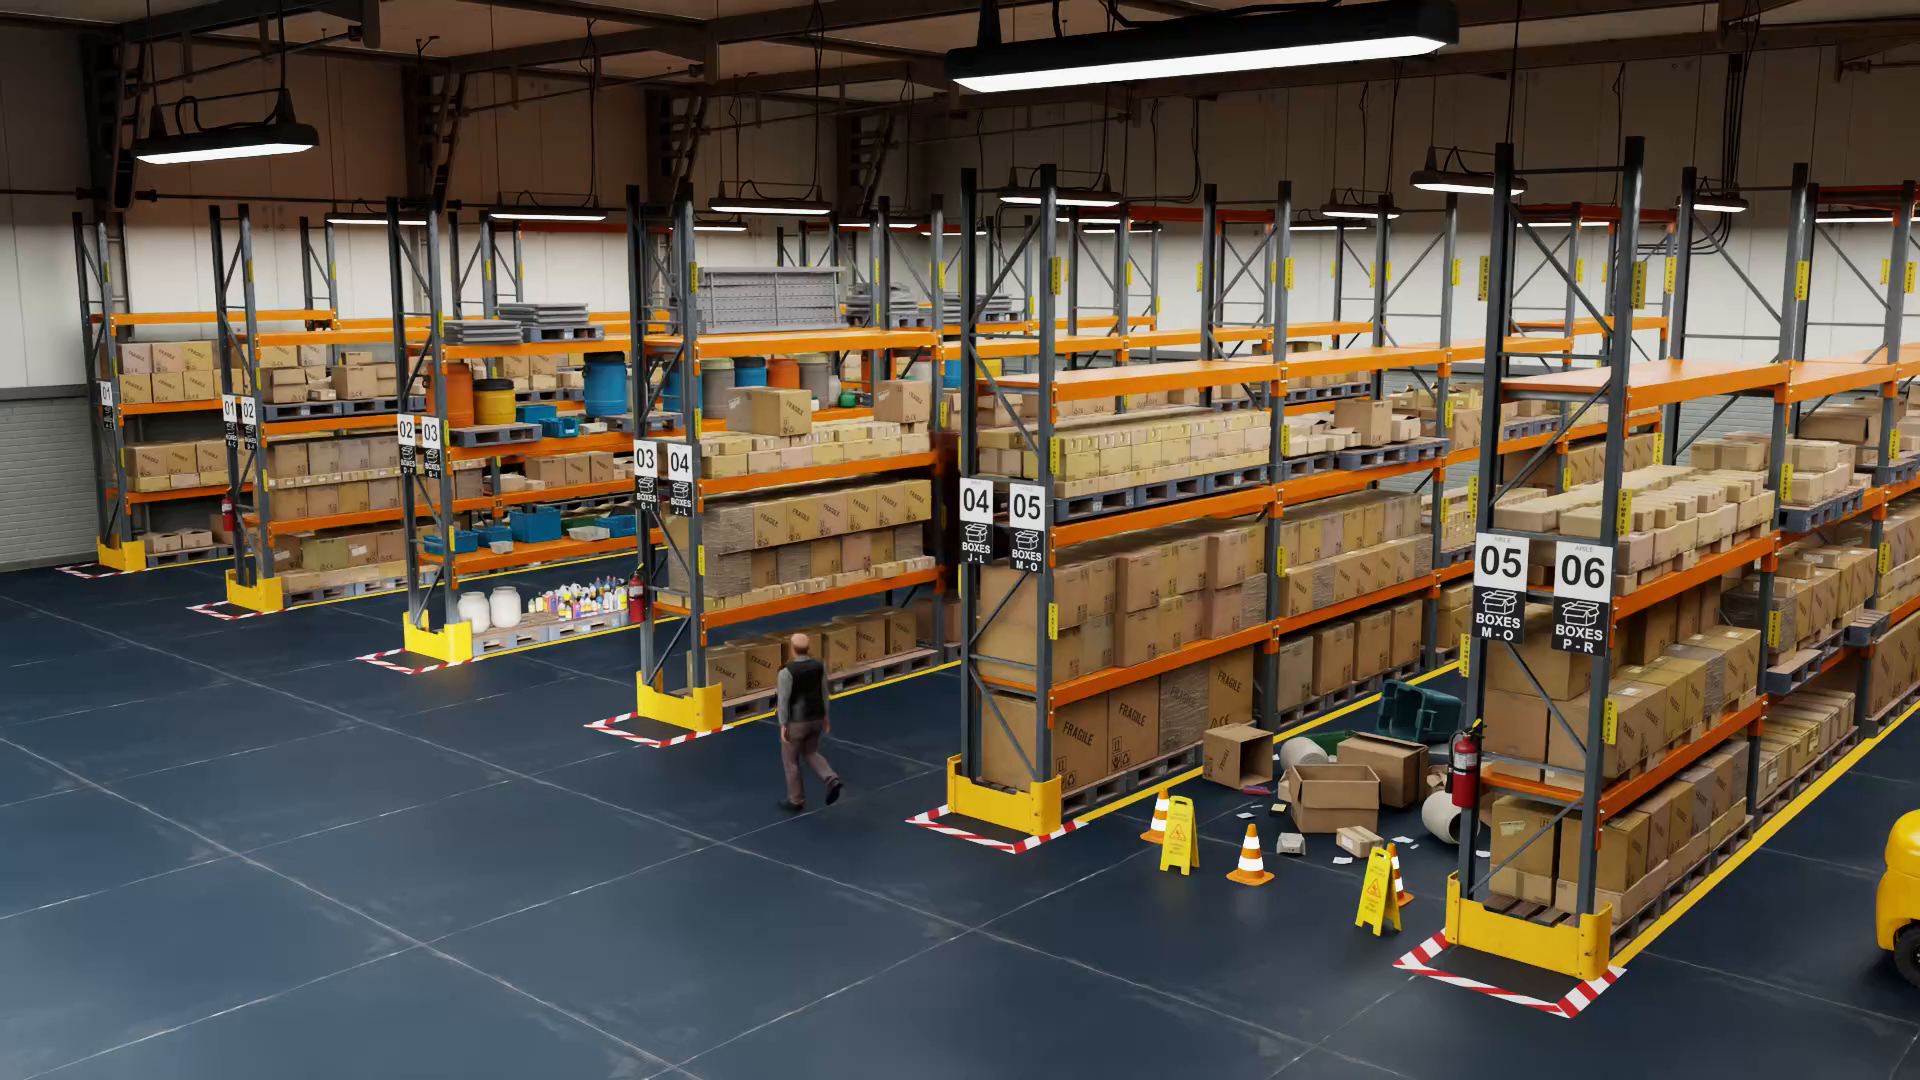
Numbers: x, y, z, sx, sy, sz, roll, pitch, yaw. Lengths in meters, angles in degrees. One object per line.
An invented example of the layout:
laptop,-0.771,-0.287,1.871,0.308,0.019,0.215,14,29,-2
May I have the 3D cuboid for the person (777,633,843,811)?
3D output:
person,-1.459,1.728,15.678,0.664,1.708,0.533,8,12,39
